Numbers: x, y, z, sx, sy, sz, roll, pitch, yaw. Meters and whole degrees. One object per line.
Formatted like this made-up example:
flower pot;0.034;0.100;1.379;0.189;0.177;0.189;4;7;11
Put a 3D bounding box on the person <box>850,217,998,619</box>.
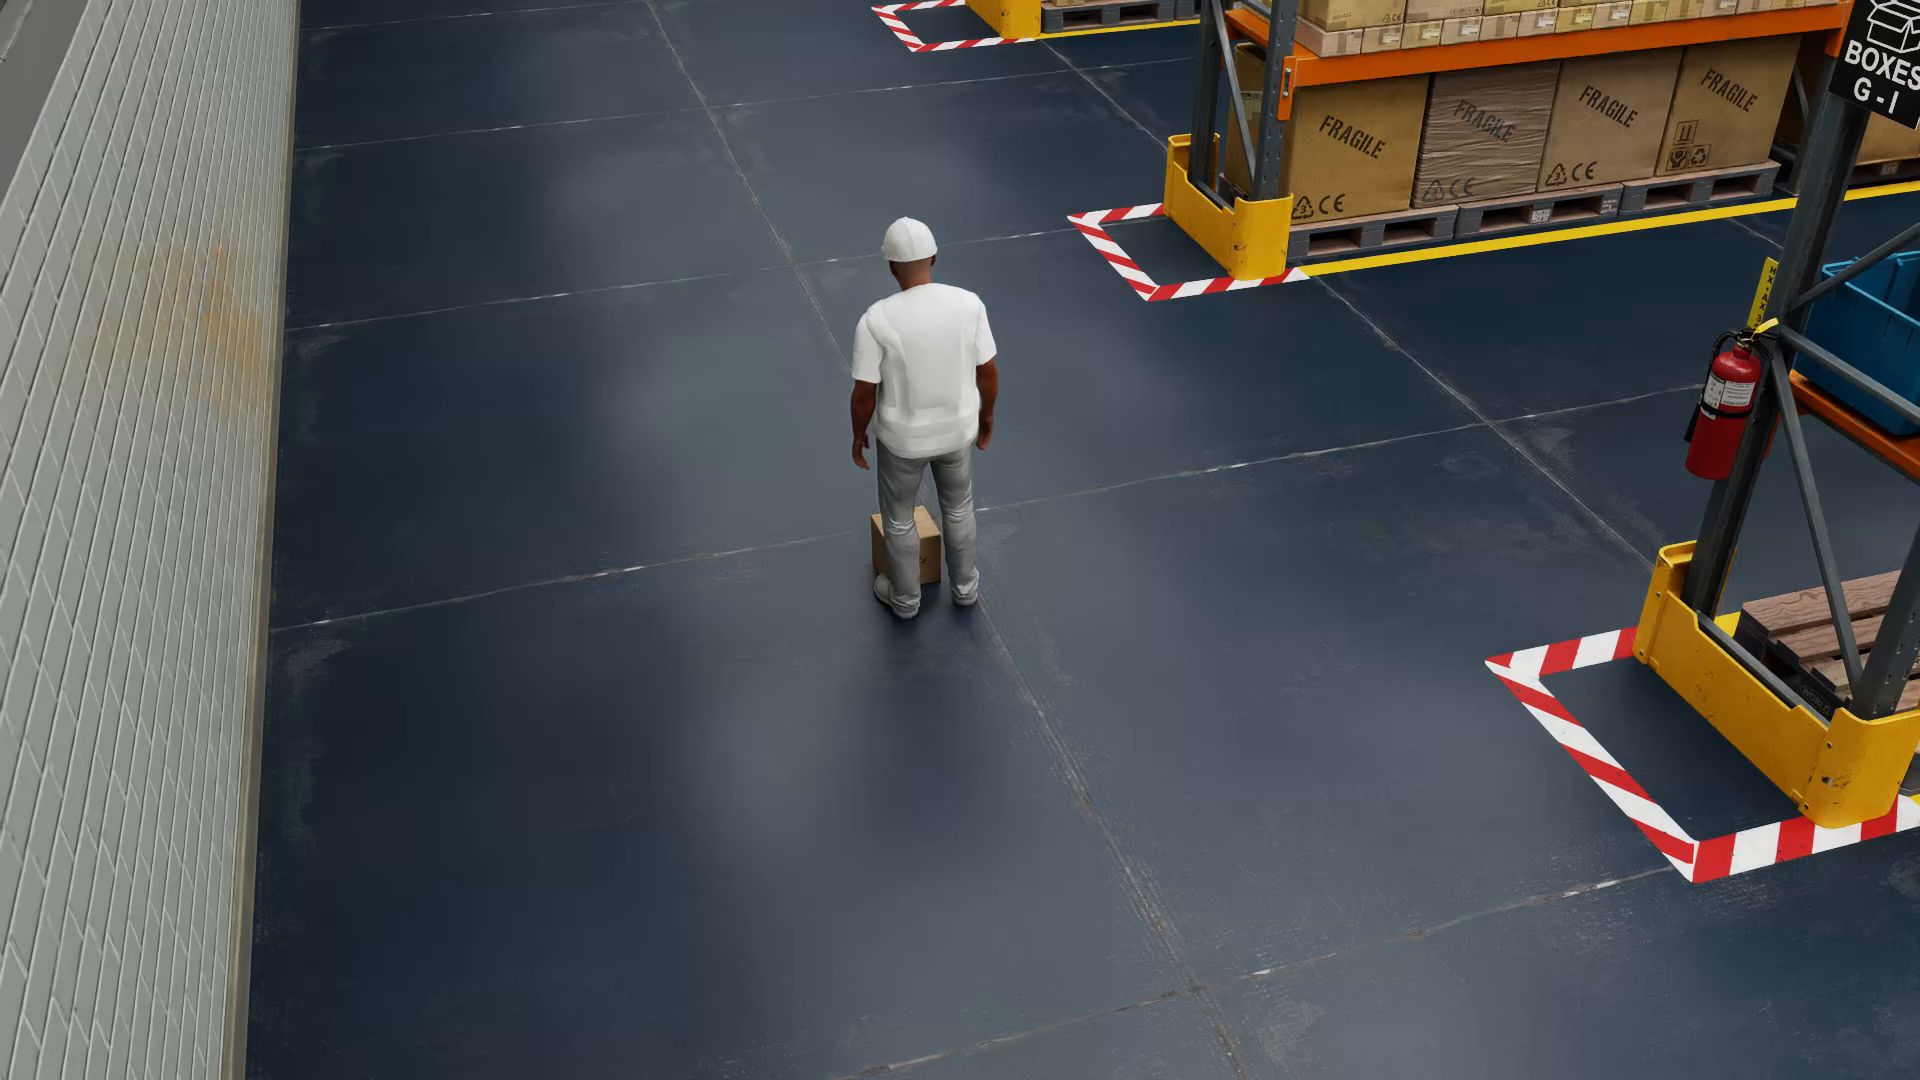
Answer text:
person;-0.152;-0.472;6.833;0.625;1.760;0.459;-11;35;-15
